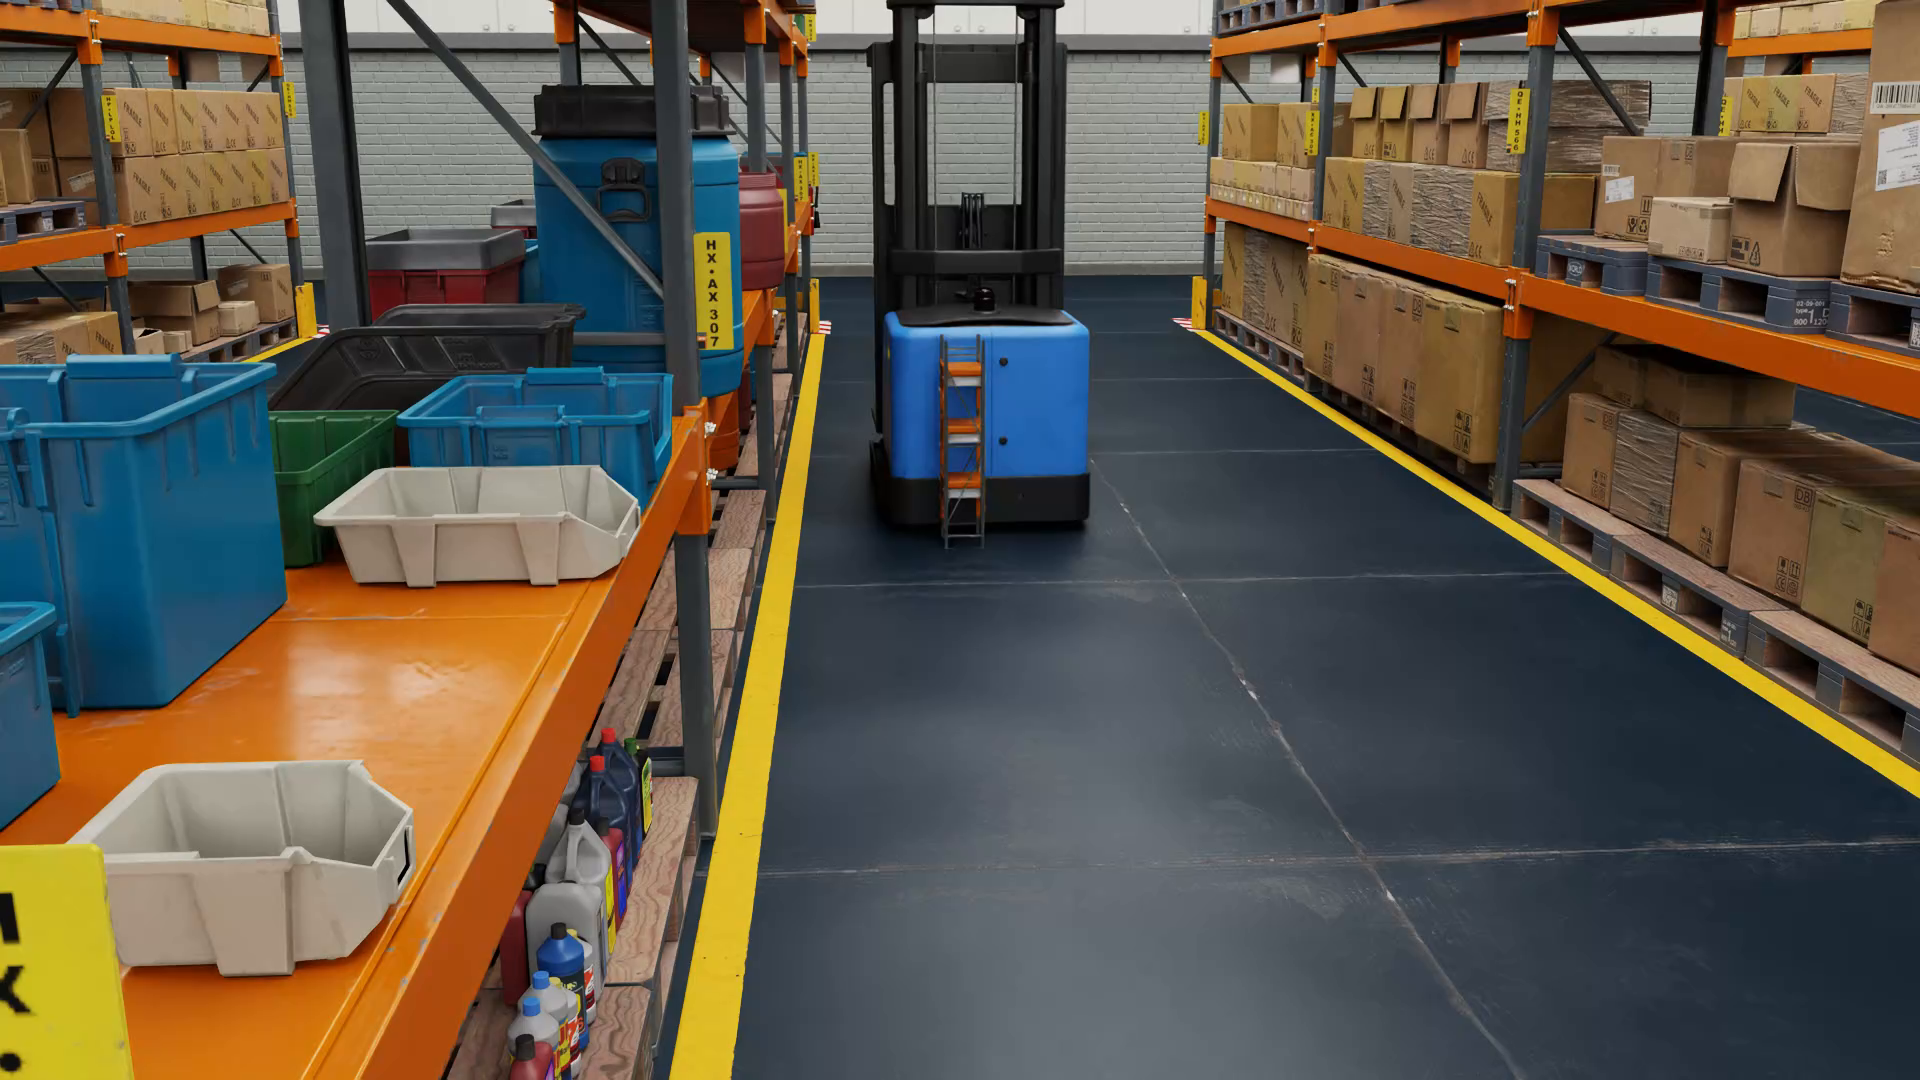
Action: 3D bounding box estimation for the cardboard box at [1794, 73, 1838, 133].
[{"bbox_3d":[7.763,-3.847,14.656,0.500,0.500,0.500,-1,14,-5],"label":"cardboard box"}]

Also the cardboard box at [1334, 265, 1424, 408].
[{"bbox_3d":[3.324,-1.415,11.428,1.225,0.875,0.875,-1,14,-5],"label":"cardboard box"}]

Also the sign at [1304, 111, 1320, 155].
[{"bbox_3d":[2.655,-3.071,12.544,0.100,0.325,0.005,-1,14,-3],"label":"sign"}]

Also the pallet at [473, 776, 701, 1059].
[{"bbox_3d":[-1.239,0.962,4.363,1.003,0.211,1.213,-1,14,-3],"label":"pallet"}]

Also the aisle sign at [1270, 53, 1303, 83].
[{"bbox_3d":[3.256,-4.898,16.327,0.394,0.787,0.004,-1,14,-3],"label":"aisle sign"}]

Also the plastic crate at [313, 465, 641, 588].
[{"bbox_3d":[-0.886,-0.028,3.146,0.530,0.136,0.437,-1,14,-3],"label":"plastic crate"}]

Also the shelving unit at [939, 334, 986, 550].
[{"bbox_3d":[0.012,-0.491,8.330,0.215,1.050,0.252,-1,14,-5],"label":"shelving unit"}]

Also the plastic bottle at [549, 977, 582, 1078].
[{"bbox_3d":[-0.826,0.991,3.389,0.097,0.201,0.097,0,14,0],"label":"plastic bottle"}]

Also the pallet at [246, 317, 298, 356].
[{"bbox_3d":[-6.872,-1.897,15.476,1.003,0.211,1.213,-1,14,-3],"label":"pallet"}]

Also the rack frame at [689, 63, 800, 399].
[{"bbox_3d":[-1.735,-2.545,12.400,1.000,3.000,0.127,-1,14,-3],"label":"rack frame"}]

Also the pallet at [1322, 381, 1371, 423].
[{"bbox_3d":[3.332,-1.081,12.303,1.003,0.211,1.213,-1,14,-3],"label":"pallet"}]

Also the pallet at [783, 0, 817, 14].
[{"bbox_3d":[-1.589,-3.713,11.298,1.213,0.211,1.003,-1,14,-3],"label":"pallet"}]

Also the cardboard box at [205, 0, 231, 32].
[{"bbox_3d":[-6.568,-4.472,14.170,0.500,0.250,0.500,-1,14,-3],"label":"cardboard box"}]

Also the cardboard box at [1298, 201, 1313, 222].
[{"bbox_3d":[2.863,-2.571,13.003,0.380,0.149,0.250,-1,14,-3],"label":"cardboard box"}]

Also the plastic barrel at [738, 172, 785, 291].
[{"bbox_3d":[-1.156,-1.506,8.086,0.600,0.536,0.708,-1,14,-3],"label":"plastic barrel"}]

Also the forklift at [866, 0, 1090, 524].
[{"bbox_3d":[0.028,-1.815,9.699,1.130,2.935,3.031,-1,14,-5],"label":"forklift"}]

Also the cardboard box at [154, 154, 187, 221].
[{"bbox_3d":[-6.473,-2.777,13.097,0.500,0.500,0.500,-1,14,-2],"label":"cardboard box"}]

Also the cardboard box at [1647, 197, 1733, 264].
[{"bbox_3d":[3.331,-1.337,7.163,0.500,0.250,0.500,-1,14,-5],"label":"cardboard box"}]

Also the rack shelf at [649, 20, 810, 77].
[{"bbox_3d":[-1.859,-4.147,14.049,1.077,0.370,4.000,-1,14,-3],"label":"rack shelf"}]

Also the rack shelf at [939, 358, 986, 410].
[{"bbox_3d":[0.012,-0.756,8.261,0.215,0.259,0.240,-1,14,-5],"label":"rack shelf"}]

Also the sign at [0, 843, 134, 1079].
[{"bbox_3d":[-0.442,0.297,0.795,0.100,0.325,0.005,-1,14,-3],"label":"sign"}]

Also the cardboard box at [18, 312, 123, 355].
[{"bbox_3d":[-6.362,-1.354,11.903,0.500,0.500,0.500,-1,14,-4],"label":"cardboard box"}]

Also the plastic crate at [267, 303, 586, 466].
[{"bbox_3d":[-1.334,-0.394,4.161,0.767,0.338,0.504,-1,14,-3],"label":"plastic crate"}]

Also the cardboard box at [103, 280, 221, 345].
[{"bbox_3d":[-6.800,-1.941,14.178,0.797,0.503,0.637,-1,14,-3],"label":"cardboard box"}]

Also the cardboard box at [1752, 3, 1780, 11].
[{"bbox_3d":[7.719,-5.047,15.402,0.500,0.250,0.500,-1,14,-4],"label":"cardboard box"}]

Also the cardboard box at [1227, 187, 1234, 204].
[{"bbox_3d":[2.704,-3.209,15.484,0.380,0.149,0.250,-1,14,-4],"label":"cardboard box"}]

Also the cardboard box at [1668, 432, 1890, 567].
[{"bbox_3d":[3.607,-0.185,7.358,0.700,0.500,0.500,0,14,1],"label":"cardboard box"}]

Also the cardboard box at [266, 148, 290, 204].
[{"bbox_3d":[-6.627,-3.406,15.544,0.500,0.500,0.500,0,14,-2],"label":"cardboard box"}]

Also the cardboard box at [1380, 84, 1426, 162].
[{"bbox_3d":[3.287,-2.827,11.279,0.797,0.503,0.637,-1,14,-3],"label":"cardboard box"}]

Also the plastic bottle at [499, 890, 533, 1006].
[{"bbox_3d":[-0.980,0.873,3.684,0.061,0.283,0.133,-1,14,-3],"label":"plastic bottle"}]

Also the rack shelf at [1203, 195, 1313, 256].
[{"bbox_3d":[3.085,-2.771,14.720,1.077,0.370,4.000,-1,14,-3],"label":"rack shelf"}]

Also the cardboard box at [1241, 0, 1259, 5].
[{"bbox_3d":[2.961,-5.099,15.062,0.700,0.500,0.500,-1,14,-5],"label":"cardboard box"}]

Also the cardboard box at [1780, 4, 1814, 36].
[{"bbox_3d":[7.763,-4.674,14.953,0.500,0.250,0.500,-1,14,-5],"label":"cardboard box"}]

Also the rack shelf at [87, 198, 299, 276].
[{"bbox_3d":[-6.803,-2.619,14.129,1.077,0.370,4.000,-1,14,-3],"label":"rack shelf"}]

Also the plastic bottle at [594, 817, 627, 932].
[{"bbox_3d":[-0.848,0.790,4.005,0.061,0.283,0.133,0,14,0],"label":"plastic bottle"}]

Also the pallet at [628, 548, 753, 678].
[{"bbox_3d":[-1.405,0.296,6.953,1.003,0.211,1.213,-1,14,-3],"label":"pallet"}]

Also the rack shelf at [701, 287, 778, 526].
[{"bbox_3d":[-1.363,-0.705,6.690,1.077,0.370,4.000,-1,14,-3],"label":"rack shelf"}]

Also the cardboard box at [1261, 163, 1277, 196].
[{"bbox_3d":[2.853,-3.055,14.083,0.500,0.250,0.500,-1,14,-2],"label":"cardboard box"}]

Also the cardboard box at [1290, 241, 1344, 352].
[{"bbox_3d":[3.248,-1.962,13.552,0.875,0.875,0.875,-1,14,-3],"label":"cardboard box"}]

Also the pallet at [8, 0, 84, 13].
[{"bbox_3d":[-6.709,-3.668,11.121,1.213,0.211,1.003,-1,14,-3],"label":"pallet"}]

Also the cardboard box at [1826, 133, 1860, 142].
[{"bbox_3d":[7.793,-3.235,14.281,0.500,0.500,0.500,-1,14,-4],"label":"cardboard box"}]

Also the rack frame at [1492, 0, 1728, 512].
[{"bbox_3d":[3.456,-1.627,8.831,1.000,3.000,0.127,-1,14,-3],"label":"rack frame"}]

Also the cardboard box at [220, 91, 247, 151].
[{"bbox_3d":[-6.556,-3.636,14.433,0.500,0.500,0.500,0,14,-2],"label":"cardboard box"}]

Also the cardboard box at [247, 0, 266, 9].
[{"bbox_3d":[-6.640,-4.963,15.074,0.500,0.250,0.500,-1,14,-3],"label":"cardboard box"}]

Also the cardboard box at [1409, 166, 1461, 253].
[{"bbox_3d":[3.118,-2.048,10.264,0.500,0.500,0.500,-1,14,-5],"label":"cardboard box"}]

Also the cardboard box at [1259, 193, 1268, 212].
[{"bbox_3d":[2.783,-2.891,14.246,0.380,0.149,0.250,-1,14,-4],"label":"cardboard box"}]

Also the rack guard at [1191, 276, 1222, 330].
[{"bbox_3d":[2.959,-2.412,16.898,1.175,0.500,0.348,-1,14,-3],"label":"rack guard"}]

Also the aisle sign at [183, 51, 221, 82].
[{"bbox_3d":[-7.224,-4.736,15.697,0.394,0.787,0.004,-1,14,-3],"label":"aisle sign"}]

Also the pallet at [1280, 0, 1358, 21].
[{"bbox_3d":[3.168,-4.235,13.126,1.003,0.211,1.213,-1,14,-3],"label":"pallet"}]

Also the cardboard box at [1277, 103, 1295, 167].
[{"bbox_3d":[2.886,-3.291,13.498,0.500,0.500,0.500,-1,14,-3],"label":"cardboard box"}]

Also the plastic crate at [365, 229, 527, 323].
[{"bbox_3d":[-1.575,-0.703,5.109,0.402,0.464,0.583,-1,14,-3],"label":"plastic crate"}]

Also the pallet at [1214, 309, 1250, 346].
[{"bbox_3d":[3.088,-2.069,16.143,1.003,0.211,1.213,-1,14,-3],"label":"pallet"}]

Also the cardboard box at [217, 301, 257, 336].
[{"bbox_3d":[-6.618,-1.978,14.830,0.500,0.250,0.500,-1,14,-3],"label":"cardboard box"}]

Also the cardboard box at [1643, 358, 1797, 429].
[{"bbox_3d":[3.571,-0.695,7.836,0.500,0.250,0.500,1,14,3],"label":"cardboard box"}]
